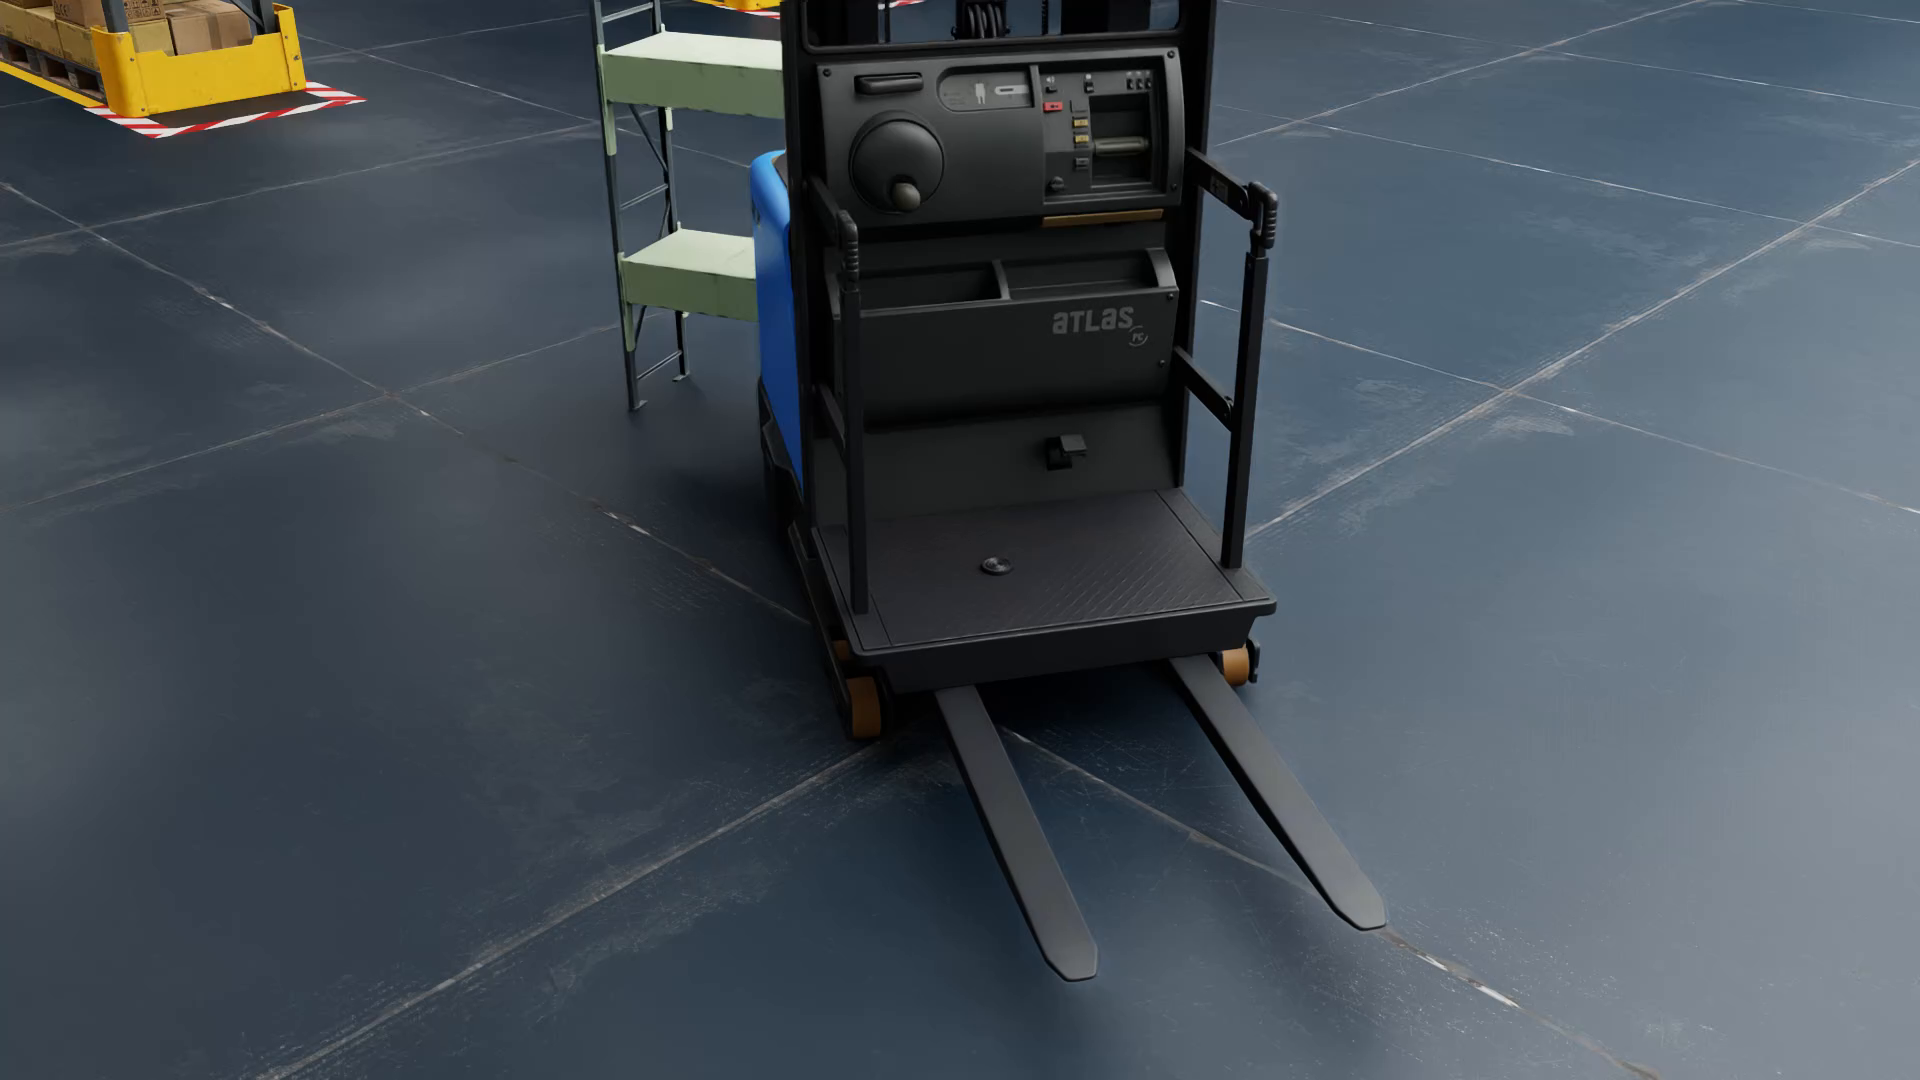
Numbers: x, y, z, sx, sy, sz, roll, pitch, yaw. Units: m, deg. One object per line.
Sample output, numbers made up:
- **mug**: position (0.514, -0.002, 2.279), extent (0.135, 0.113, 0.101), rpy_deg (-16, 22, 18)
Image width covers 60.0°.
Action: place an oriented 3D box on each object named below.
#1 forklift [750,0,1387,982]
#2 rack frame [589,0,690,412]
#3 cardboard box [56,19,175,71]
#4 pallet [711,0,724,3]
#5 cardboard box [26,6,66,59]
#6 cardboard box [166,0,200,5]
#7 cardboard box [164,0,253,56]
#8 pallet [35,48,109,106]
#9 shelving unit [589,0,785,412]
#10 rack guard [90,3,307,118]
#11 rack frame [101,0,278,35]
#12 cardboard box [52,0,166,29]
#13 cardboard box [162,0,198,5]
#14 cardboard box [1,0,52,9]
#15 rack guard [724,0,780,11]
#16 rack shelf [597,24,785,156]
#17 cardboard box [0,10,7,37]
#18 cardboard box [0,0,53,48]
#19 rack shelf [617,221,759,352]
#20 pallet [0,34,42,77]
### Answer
- **forklift**: position (0.165, -0.980, 3.965), extent (1.130, 2.935, 3.031), rpy_deg (-7, 28, -12)
- **rack frame**: position (-1.139, -1.227, 5.972), extent (0.023, 1.500, 0.400), rpy_deg (11, 30, 20)
- **cardboard box**: position (-5.384, -3.196, 10.609), extent (0.500, 0.250, 0.500), rpy_deg (25, 36, 38)
- **pallet**: position (-1.982, -4.835, 14.219), extent (1.213, 0.211, 1.003), rpy_deg (25, 36, 38)
- **cardboard box**: position (-5.749, -3.356, 10.912), extent (0.500, 0.250, 0.500), rpy_deg (25, 36, 38)
- **cardboard box**: position (-5.380, -3.530, 11.244), extent (0.500, 0.250, 0.500), rpy_deg (25, 36, 38)
- **cardboard box**: position (-5.021, -3.368, 10.936), extent (0.500, 0.250, 0.500), rpy_deg (25, 36, 38)
- **pallet**: position (-5.369, -3.152, 11.018), extent (1.213, 0.211, 1.003), rpy_deg (25, 36, 38)
- **shelving unit**: position (-0.800, -1.163, 5.849), extent (0.755, 1.500, 0.431), rpy_deg (11, 30, 20)
- **rack guard**: position (-4.777, -3.036, 10.487), extent (0.348, 0.500, 1.175), rpy_deg (25, 36, 38)
- **rack frame**: position (-4.794, -4.151, 9.921), extent (0.127, 3.000, 1.000), rpy_deg (25, 36, 38)
- **cardboard box**: position (-5.385, -3.528, 10.433), extent (0.500, 0.500, 0.500), rpy_deg (25, 36, 38)
- **cardboard box**: position (-5.379, -3.863, 11.071), extent (0.500, 0.500, 0.500), rpy_deg (25, 36, 38)
- **cardboard box**: position (-6.109, -3.849, 11.045), extent (0.500, 0.500, 0.500), rpy_deg (25, 36, 38)
- **rack guard**: position (-1.406, -4.696, 13.644), extent (0.348, 0.500, 1.175), rpy_deg (25, 36, 38)
- **rack shelf**: position (-0.800, -1.508, 5.668), extent (0.720, 0.370, 0.431), rpy_deg (11, 30, 20)
- **cardboard box**: position (-6.462, -3.682, 11.532), extent (0.500, 0.250, 0.500), rpy_deg (25, 36, 38)
- **cardboard box**: position (-6.107, -3.518, 11.221), extent (0.500, 0.250, 0.500), rpy_deg (25, 36, 38)
- **rack shelf**: position (-0.800, -0.874, 6.001), extent (0.720, 0.370, 0.431), rpy_deg (11, 30, 20)
- **pallet**: position (-6.235, -3.550, 11.775), extent (1.213, 0.211, 1.003), rpy_deg (25, 36, 38)
